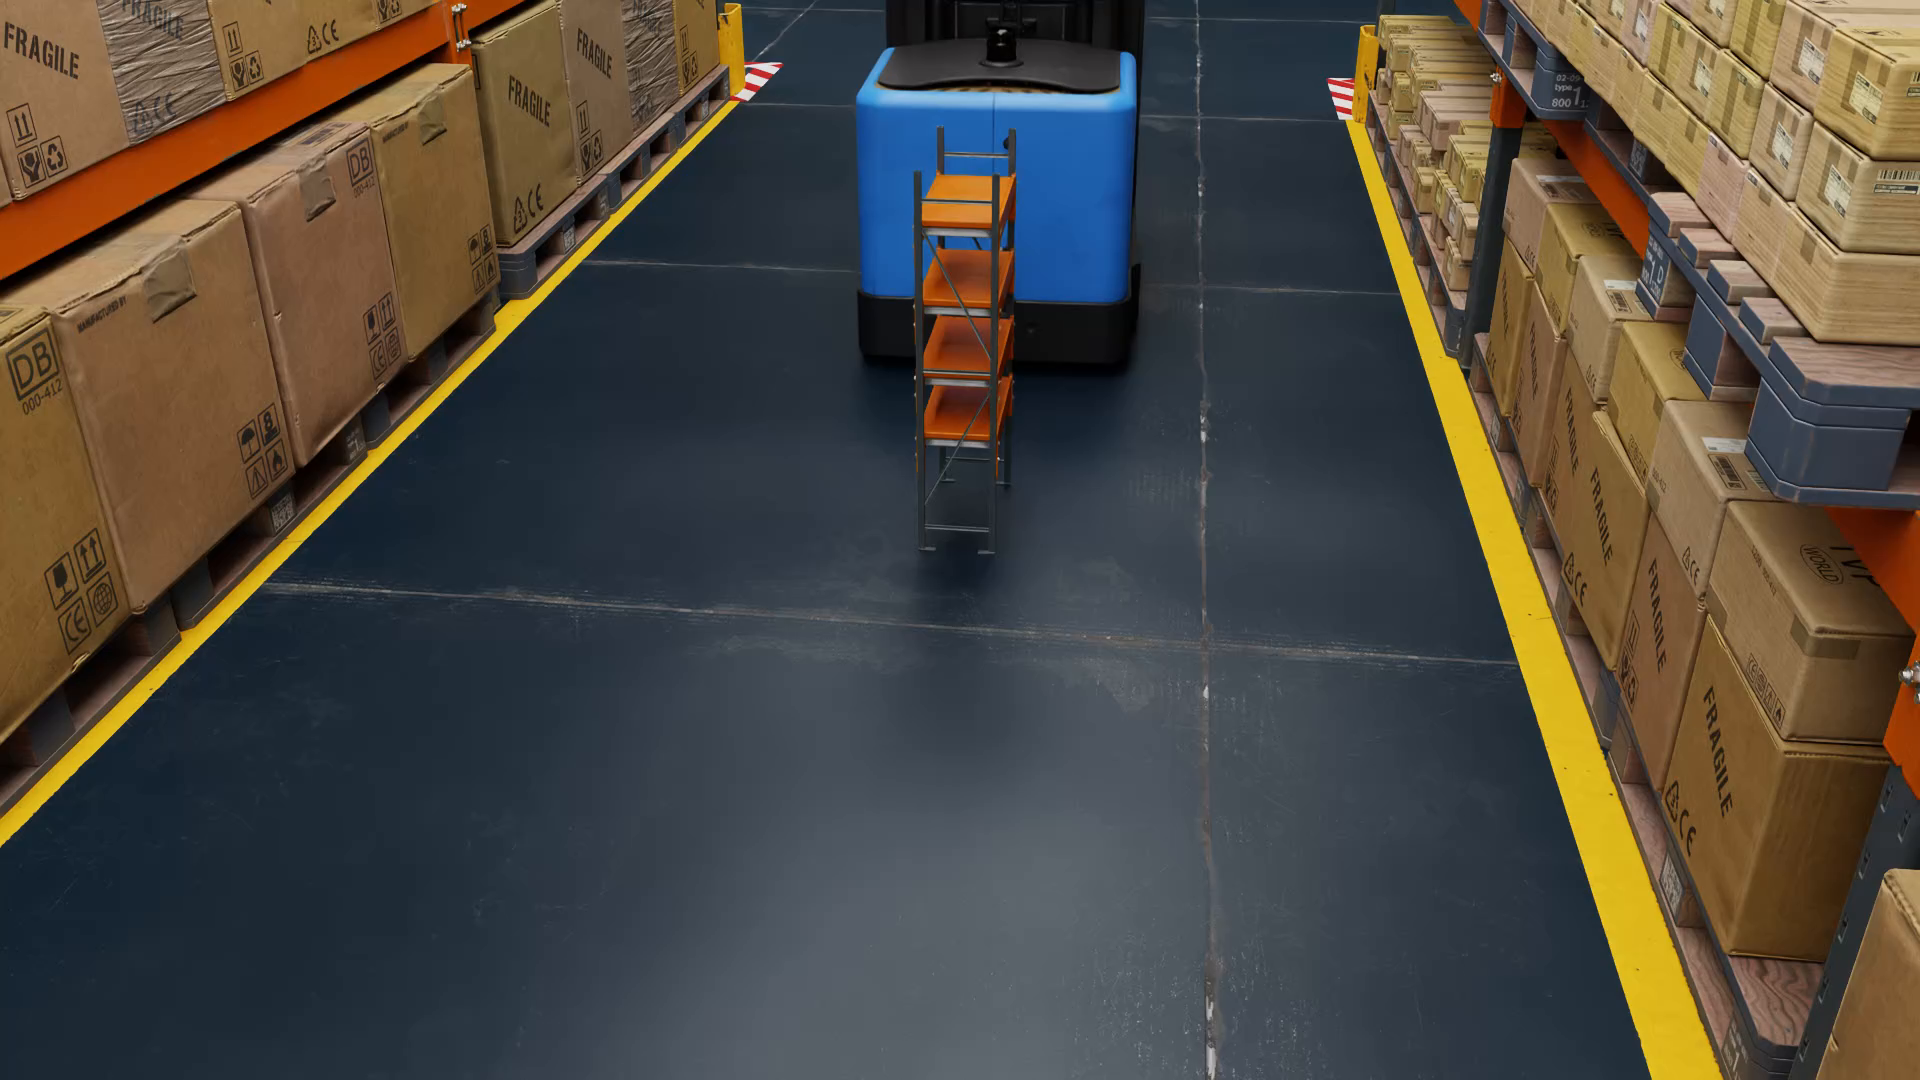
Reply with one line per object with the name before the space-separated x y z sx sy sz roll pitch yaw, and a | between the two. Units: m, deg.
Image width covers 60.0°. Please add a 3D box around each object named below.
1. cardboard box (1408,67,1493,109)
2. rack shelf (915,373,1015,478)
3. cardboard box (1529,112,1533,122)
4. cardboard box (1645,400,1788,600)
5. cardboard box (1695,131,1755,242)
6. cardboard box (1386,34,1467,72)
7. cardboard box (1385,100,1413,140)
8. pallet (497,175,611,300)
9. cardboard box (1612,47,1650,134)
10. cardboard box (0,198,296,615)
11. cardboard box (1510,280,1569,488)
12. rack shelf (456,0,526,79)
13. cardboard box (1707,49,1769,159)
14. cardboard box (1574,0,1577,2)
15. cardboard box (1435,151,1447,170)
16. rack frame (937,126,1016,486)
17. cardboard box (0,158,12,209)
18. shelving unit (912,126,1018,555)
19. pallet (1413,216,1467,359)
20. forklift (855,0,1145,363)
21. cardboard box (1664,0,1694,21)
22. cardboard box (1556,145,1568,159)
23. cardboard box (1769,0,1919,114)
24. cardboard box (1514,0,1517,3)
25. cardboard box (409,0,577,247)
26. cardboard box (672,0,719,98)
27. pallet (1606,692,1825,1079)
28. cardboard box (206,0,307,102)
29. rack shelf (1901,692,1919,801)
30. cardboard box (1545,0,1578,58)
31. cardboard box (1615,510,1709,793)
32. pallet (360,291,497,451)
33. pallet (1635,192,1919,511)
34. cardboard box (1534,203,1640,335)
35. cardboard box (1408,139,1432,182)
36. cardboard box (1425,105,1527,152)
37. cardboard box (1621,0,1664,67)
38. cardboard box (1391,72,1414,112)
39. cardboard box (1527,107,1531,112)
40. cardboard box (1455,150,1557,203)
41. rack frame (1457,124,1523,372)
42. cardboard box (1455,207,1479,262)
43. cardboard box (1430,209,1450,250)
cardboard box | 2.399 -2.202 8.110 0.380 0.149 0.250 4 29 7
rack shelf | 0.020 -0.372 5.236 0.258 0.148 0.480 3 28 6
cardboard box | 2.998 -2.045 8.132 0.380 0.149 0.250 5 29 9
cardboard box | 1.837 -0.082 3.642 0.500 0.250 0.500 4 29 7
cardboard box | 1.630 -0.663 3.140 0.380 0.149 0.250 4 29 7
cardboard box | 2.468 -2.575 8.802 0.380 0.149 0.250 3 28 6
cardboard box | 2.446 -2.200 8.735 0.380 0.149 0.250 4 29 7
pallet | -2.287 -1.437 7.694 1.003 0.211 1.213 3 28 6
cardboard box | 1.729 -1.029 3.819 0.380 0.149 0.250 4 29 8
cardboard box | -2.726 -0.420 4.665 1.225 0.875 0.875 3 29 6
cardboard box | 2.035 -0.478 5.167 0.500 0.500 0.500 5 29 8
rack shelf | -2.213 -2.935 8.295 1.077 0.370 4.000 3 28 6
cardboard box | 1.631 -0.806 3.092 0.380 0.149 0.250 4 29 7
cardboard box | 1.824 -1.528 4.433 0.380 0.149 0.250 4 29 8
cardboard box | 2.351 -1.691 7.476 0.380 0.149 0.250 4 29 7
rack frame | 0.050 -0.721 5.323 0.240 1.200 0.015 3 28 6
cardboard box | -2.558 -0.928 3.704 0.500 0.500 0.500 3 28 5
shelving unit | 0.020 -0.606 5.110 0.258 1.200 0.503 3 28 6
pallet | 2.499 -1.066 7.005 1.003 0.211 1.213 3 28 6
forklift | 0.254 -2.633 7.048 1.130 2.935 3.031 2 28 5
cardboard box | 1.697 -1.166 3.447 0.380 0.149 0.250 3 28 6
cardboard box | 2.784 -1.689 7.158 0.380 0.149 0.250 3 28 5
cardboard box | 1.600 -0.804 2.774 0.380 0.149 0.250 3 28 6
cardboard box | 1.919 -1.760 5.176 0.380 0.149 0.250 4 29 7
cardboard box | -2.298 -1.866 7.349 0.875 0.875 0.875 3 28 6
cardboard box | -1.967 -3.137 9.708 0.875 0.875 0.875 3 28 6
pallet | 2.059 0.768 3.602 1.003 0.211 1.213 3 28 6
cardboard box | -2.369 -1.640 5.026 0.500 0.500 0.500 3 28 6
rack shelf | 1.717 1.166 0.681 1.077 0.370 4.000 3 28 6
cardboard box | 1.822 -1.404 4.516 0.380 0.149 0.250 2 28 4
cardboard box | 1.851 0.254 3.808 0.500 0.500 0.500 4 29 8
pallet | -2.478 -0.716 6.356 1.003 0.211 1.213 3 28 6
pallet | 1.944 -0.349 2.938 1.213 0.211 1.003 3 28 6
cardboard box | 2.037 -0.806 4.986 0.500 0.250 0.500 4 29 8
cardboard box | 2.384 -1.831 8.048 0.380 0.149 0.250 3 28 6
cardboard box | 2.303 -1.840 7.438 0.380 0.149 0.250 2 28 4
cardboard box | 1.727 -1.164 3.756 0.380 0.149 0.250 4 29 7
cardboard box | 2.452 -2.326 8.655 0.380 0.149 0.250 4 29 8
cardboard box | 2.921 -2.176 8.062 0.380 0.149 0.250 2 28 4
cardboard box | 2.229 -1.472 6.755 0.380 0.149 0.250 4 29 7
rack frame | 2.452 -1.975 5.753 1.000 3.000 0.127 3 28 6
cardboard box | 2.175 -1.202 6.569 0.380 0.149 0.250 4 29 7
cardboard box | 2.245 -1.355 7.165 0.380 0.149 0.250 2 28 5
